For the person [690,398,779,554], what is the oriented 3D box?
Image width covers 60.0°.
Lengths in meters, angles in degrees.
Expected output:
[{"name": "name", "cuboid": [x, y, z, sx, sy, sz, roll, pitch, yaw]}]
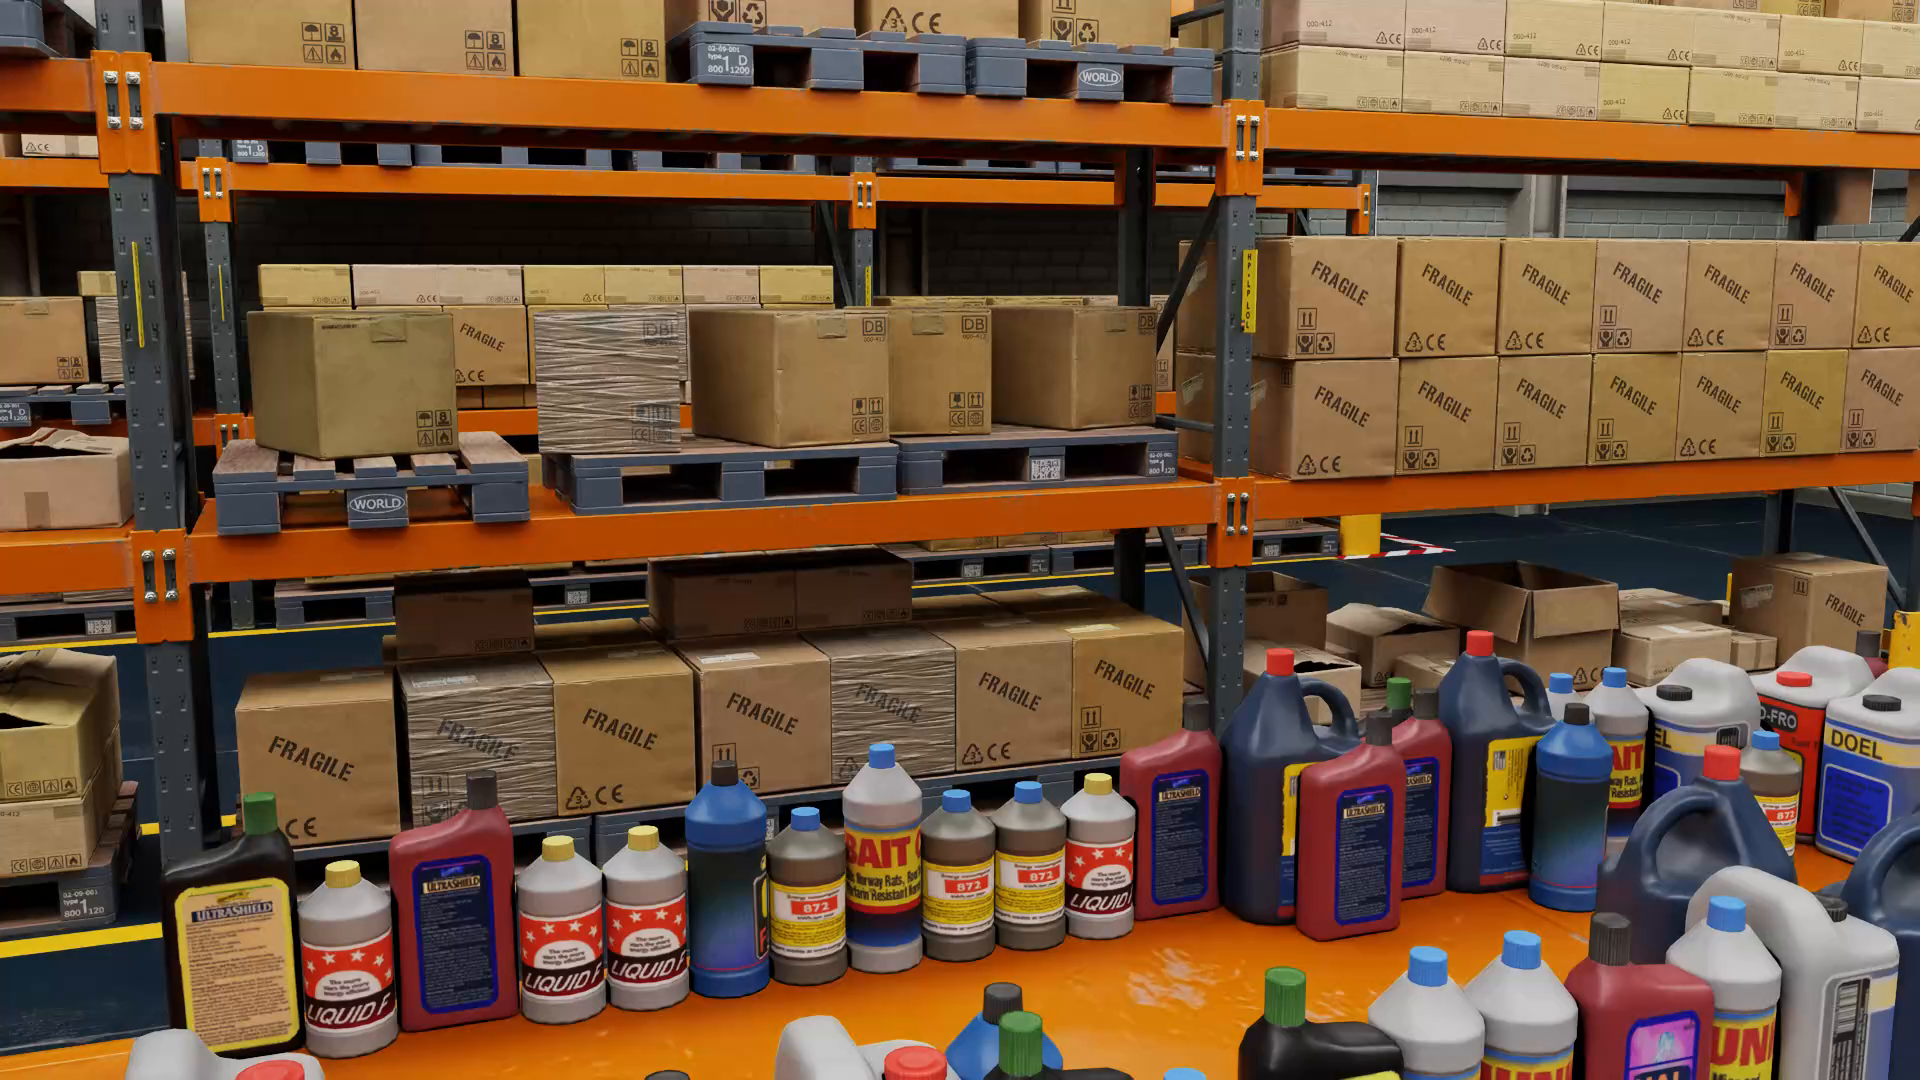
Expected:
[{"name": "person", "cuboid": [-1.142, -0.064, 8.535, 0.468, 1.600, 0.529, -4, 10, -24]}]
